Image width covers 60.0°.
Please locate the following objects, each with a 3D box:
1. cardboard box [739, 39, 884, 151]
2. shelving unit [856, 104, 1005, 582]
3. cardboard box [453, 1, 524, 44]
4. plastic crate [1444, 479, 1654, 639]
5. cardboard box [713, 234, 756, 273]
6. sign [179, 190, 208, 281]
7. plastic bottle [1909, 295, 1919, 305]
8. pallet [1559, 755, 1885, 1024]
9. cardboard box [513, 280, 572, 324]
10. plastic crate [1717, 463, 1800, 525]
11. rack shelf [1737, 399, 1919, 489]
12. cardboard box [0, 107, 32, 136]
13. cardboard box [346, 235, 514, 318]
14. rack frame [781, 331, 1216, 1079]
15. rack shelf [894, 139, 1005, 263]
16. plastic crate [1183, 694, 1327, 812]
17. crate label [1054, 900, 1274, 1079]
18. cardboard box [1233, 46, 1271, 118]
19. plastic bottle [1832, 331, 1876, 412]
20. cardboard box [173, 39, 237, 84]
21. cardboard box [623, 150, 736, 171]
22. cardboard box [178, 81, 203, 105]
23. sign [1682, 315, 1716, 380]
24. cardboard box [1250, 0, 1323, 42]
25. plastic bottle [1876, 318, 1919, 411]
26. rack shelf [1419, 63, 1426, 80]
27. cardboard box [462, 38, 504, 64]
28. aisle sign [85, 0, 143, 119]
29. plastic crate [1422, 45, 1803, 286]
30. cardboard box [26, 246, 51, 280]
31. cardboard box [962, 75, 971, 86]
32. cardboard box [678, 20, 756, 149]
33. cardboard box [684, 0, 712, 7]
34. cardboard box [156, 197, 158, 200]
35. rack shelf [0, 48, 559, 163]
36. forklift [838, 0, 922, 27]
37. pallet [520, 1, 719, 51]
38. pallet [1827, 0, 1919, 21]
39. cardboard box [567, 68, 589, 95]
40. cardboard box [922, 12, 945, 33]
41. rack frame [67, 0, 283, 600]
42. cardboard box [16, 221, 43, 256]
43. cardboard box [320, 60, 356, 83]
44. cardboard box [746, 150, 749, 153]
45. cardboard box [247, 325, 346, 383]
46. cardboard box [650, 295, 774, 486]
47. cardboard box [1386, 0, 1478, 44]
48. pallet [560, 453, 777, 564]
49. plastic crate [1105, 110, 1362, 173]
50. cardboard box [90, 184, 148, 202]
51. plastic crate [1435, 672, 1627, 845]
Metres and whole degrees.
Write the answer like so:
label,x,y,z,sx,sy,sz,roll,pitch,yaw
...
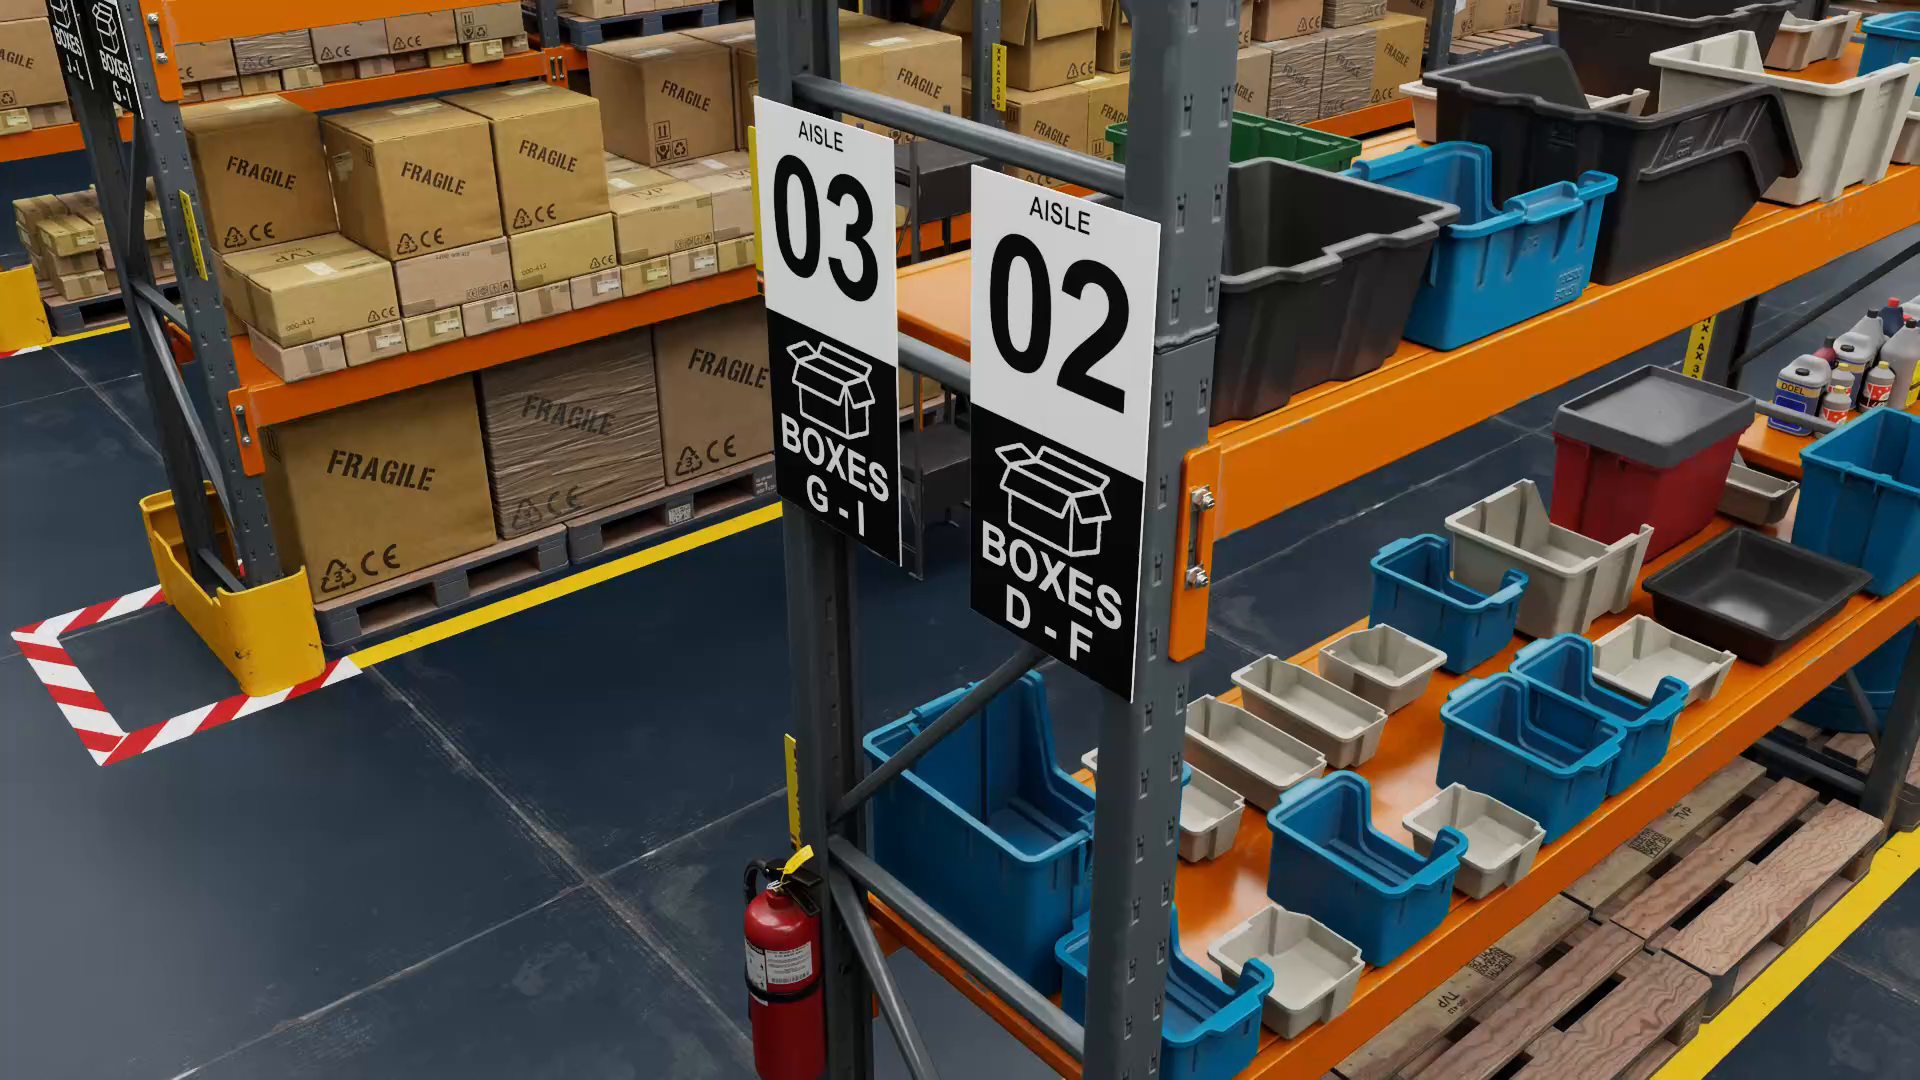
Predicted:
label,x,y,z,sx,sy,sz,roll,pitch,yaw
cardboard box,-0.723,-2.147,8.132,0.500,0.500,0.500,-21,35,-34
shelving unit,-0.126,-0.875,7.660,0.503,2.100,0.431,-22,35,-35
cardboard box,-3.490,-3.875,11.896,0.500,0.500,0.500,-22,35,-35
plastic crate,1.771,0.064,5.010,0.530,0.282,0.437,-22,35,-35
cardboard box,-1.160,-1.424,7.999,0.250,0.149,0.380,-23,35,-36
sign,-2.850,-1.131,6.182,0.005,0.325,0.100,-22,35,-35
plastic bottle,3.906,-0.852,6.794,0.135,0.276,0.152,-22,35,-35
pallet,2.518,1.105,5.957,1.213,0.211,1.003,-22,35,-35
cardboard box,-1.941,-1.110,7.411,0.250,0.149,0.380,-23,36,-36
plastic crate,2.605,-0.182,5.625,0.243,0.136,0.396,-22,35,-35
rack shelf,4.573,-0.658,7.062,4.000,0.370,1.077,-22,35,-35
cardboard box,-5.889,-2.596,10.191,0.250,0.149,0.380,-22,35,-35
cardboard box,-2.274,-1.192,7.141,0.500,0.250,0.500,-22,35,-35
rack frame,0.009,0.860,3.457,0.127,3.000,1.000,-22,35,-35
rack shelf,-0.126,-1.481,7.337,0.480,0.518,0.431,-22,35,-35
plastic crate,0.741,0.552,4.250,0.243,0.136,0.396,-22,35,-35
crate label,0.410,0.950,3.403,0.303,0.233,0.416,-22,35,-35
cardboard box,1.502,-2.701,10.016,0.500,0.500,0.500,-21,35,-34
plastic bottle,3.420,-0.657,6.428,0.135,0.276,0.152,-22,35,-35
cardboard box,-5.056,-3.257,10.740,0.500,0.500,0.500,-21,35,-34
cardboard box,-1.462,-1.844,8.361,0.500,0.250,0.500,-21,35,-34
cardboard box,-5.152,-2.954,10.862,0.250,0.149,0.380,-22,35,-35
sign,2.696,-0.683,6.052,0.005,0.325,0.100,-22,35,-35
cardboard box,1.816,-3.433,10.321,0.637,0.503,0.797,-21,35,-34
plastic bottle,3.632,-0.688,6.408,0.185,0.351,0.144,-22,35,-35
rack shelf,4.402,-3.657,12.675,4.000,0.370,1.077,-22,35,-35
cardboard box,-3.496,-3.549,11.974,0.250,0.149,0.380,-23,36,-36
aisle sign,-3.066,-1.932,5.925,0.004,0.787,0.394,-22,35,-35
plastic crate,1.349,-0.804,3.455,0.767,0.338,0.504,-22,35,-35
cardboard box,-6.083,-1.889,11.181,0.250,0.149,0.380,-21,35,-34
cardboard box,0.016,-2.424,9.498,0.500,0.500,0.500,-22,35,-35
cardboard box,-1.073,-2.332,8.480,0.500,0.500,0.500,-22,35,-35
cardboard box,-2.116,-4.217,12.779,0.250,0.149,0.380,-21,35,-34
cardboard box,-5.188,-2.218,11.165,0.250,0.149,0.380,-24,36,-37
rack shelf,-4.827,-3.019,11.481,4.000,0.370,1.077,-22,35,-35
forklift,-0.464,-3.181,11.093,3.031,2.935,1.130,-24,37,-38
pallet,-2.629,-4.046,12.841,1.213,0.211,1.003,-22,35,-35
pallet,3.585,-1.878,5.599,1.003,0.211,1.213,-22,35,-35
cardboard box,-2.903,-3.681,13.366,0.500,0.250,0.500,-23,36,-36
cardboard box,0.259,-4.519,15.465,0.750,0.750,1.050,-22,35,-36
rack frame,-3.206,-0.916,6.781,0.127,3.000,1.000,-22,35,-35
cardboard box,-6.132,-2.048,11.163,0.250,0.149,0.380,-23,36,-36
cardboard box,-4.366,-3.266,11.445,0.250,0.149,0.380,-23,35,-36
cardboard box,-0.721,-1.816,8.309,0.500,0.250,0.500,-21,34,-33
cardboard box,-2.722,-0.795,6.822,0.250,0.149,0.380,-21,35,-34
cardboard box,-1.402,-0.939,8.633,0.875,0.875,0.875,-22,35,-35
cardboard box,3.265,-3.772,11.573,0.500,0.500,0.500,23,36,36
pallet,-1.721,-0.330,8.643,1.213,0.211,1.003,-22,35,-35
plastic crate,0.574,-0.773,3.557,0.336,0.188,0.450,-22,35,-35
cardboard box,-5.767,-2.349,11.411,0.250,0.149,0.380,-23,36,-36
plastic crate,1.412,0.548,4.157,0.300,0.233,0.416,-22,35,-35
